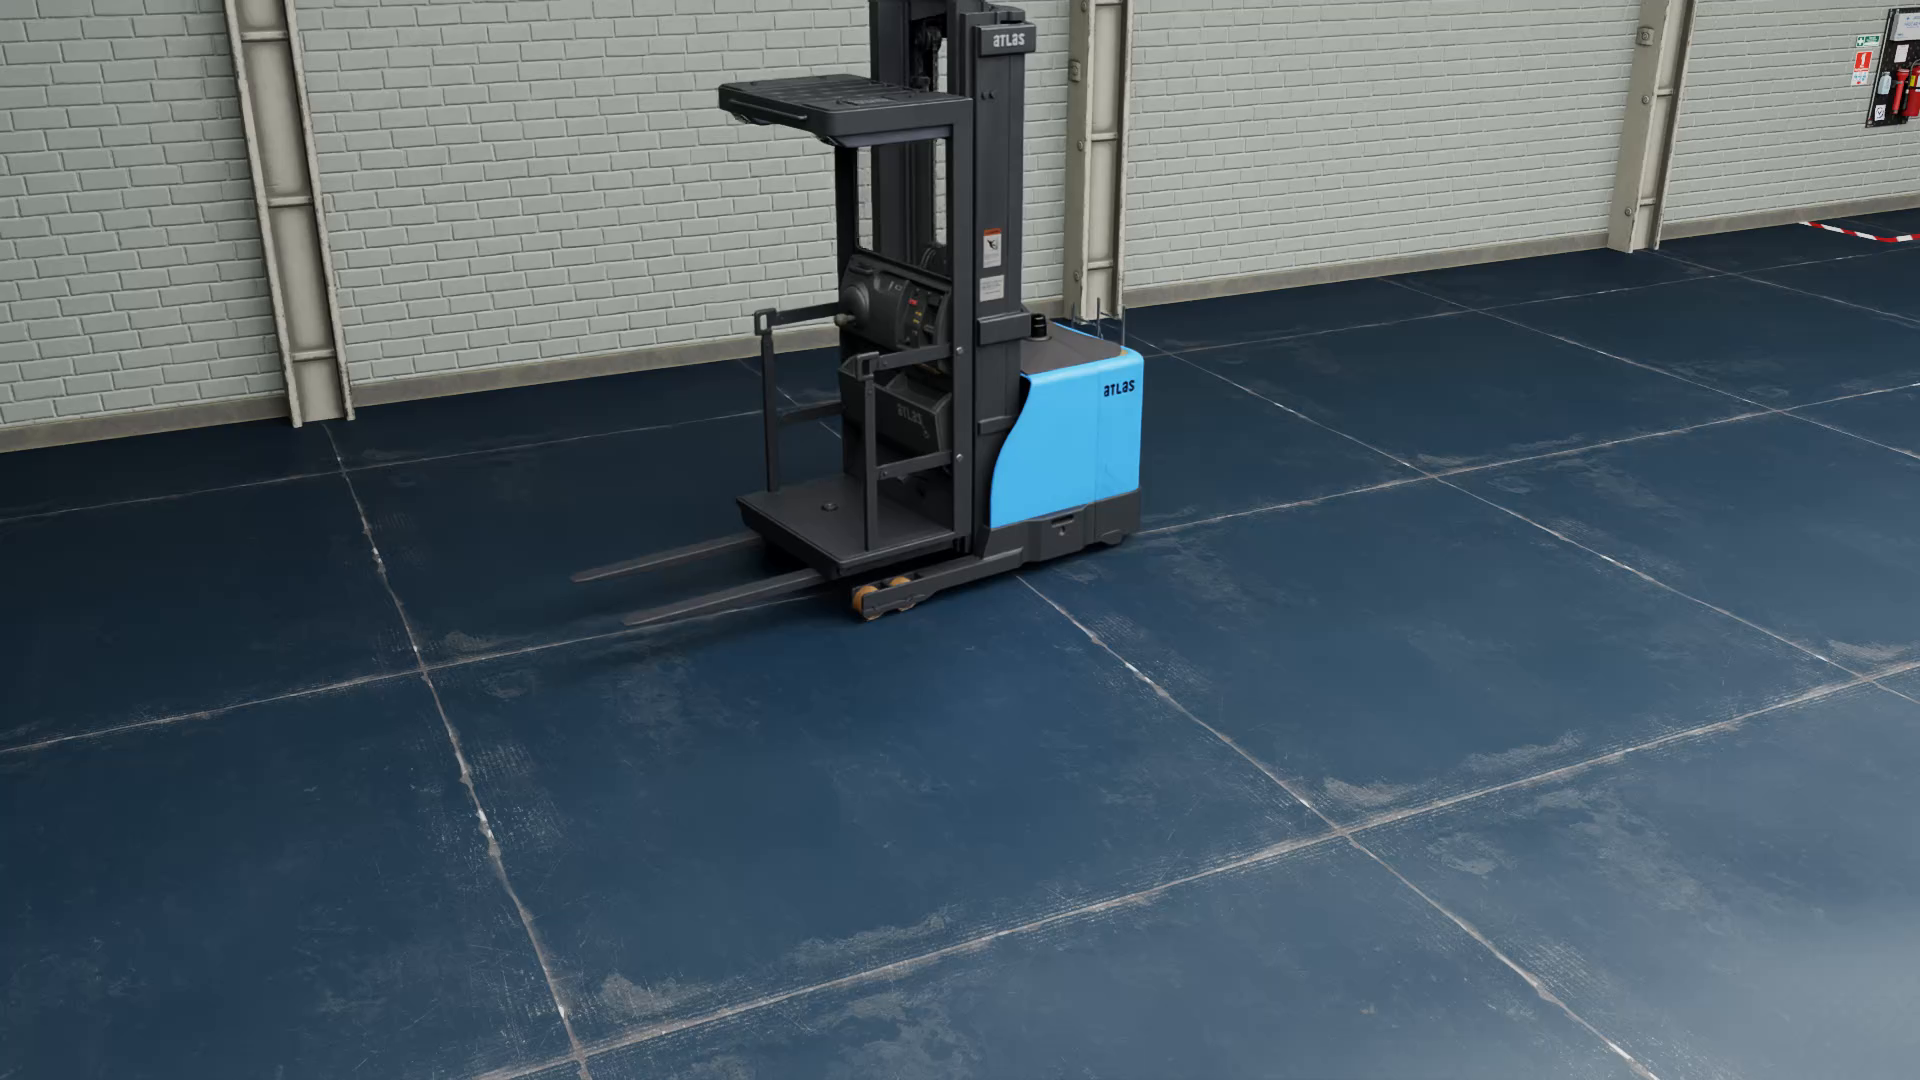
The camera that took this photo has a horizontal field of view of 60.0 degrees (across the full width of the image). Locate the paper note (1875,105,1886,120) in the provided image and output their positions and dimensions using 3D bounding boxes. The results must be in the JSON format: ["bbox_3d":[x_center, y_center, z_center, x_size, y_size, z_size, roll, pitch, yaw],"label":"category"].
[{"bbox_3d":[9.464,-4.396,17.100,0.142,0.148,0.016,-10,25,-24],"label":"paper note"}]

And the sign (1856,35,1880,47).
[{"bbox_3d":[9.119,-5.011,16.695,0.331,0.109,0.001,-10,25,-24],"label":"sign"}]

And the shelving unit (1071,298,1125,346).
[{"bbox_3d":[0.775,-0.764,9.527,0.189,1.200,0.258,-15,27,-32],"label":"shelving unit"}]

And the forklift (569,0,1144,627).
[{"bbox_3d":[-0.503,-1.187,8.285,3.031,2.935,1.130,-15,27,-32],"label":"forklift"}]

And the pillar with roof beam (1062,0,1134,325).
[{"bbox_3d":[2.951,-4.503,8.363,0.400,9.000,9.100,-10,25,-24],"label":"pillar with roof beam"}]

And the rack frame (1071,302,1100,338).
[{"bbox_3d":[0.700,-0.744,9.479,0.006,1.200,0.240,-15,27,-32],"label":"rack frame"}]

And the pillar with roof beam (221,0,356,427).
[{"bbox_3d":[-2.455,-3.508,5.959,0.400,9.000,9.100,-10,25,-24],"label":"pillar with roof beam"}]

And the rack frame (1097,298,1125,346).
[{"bbox_3d":[0.850,-0.784,9.575,0.006,1.200,0.240,-15,27,-32],"label":"rack frame"}]

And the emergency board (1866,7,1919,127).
[{"bbox_3d":[9.654,-4.809,16.945,0.643,1.169,0.194,-10,25,-24],"label":"emergency board"}]

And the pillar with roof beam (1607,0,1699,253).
[{"bbox_3d":[8.358,-5.498,10.767,0.400,9.000,9.100,-10,25,-24],"label":"pillar with roof beam"}]

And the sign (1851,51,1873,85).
[{"bbox_3d":[9.111,-4.769,16.802,0.234,0.329,0.001,-10,25,-24],"label":"sign"}]
